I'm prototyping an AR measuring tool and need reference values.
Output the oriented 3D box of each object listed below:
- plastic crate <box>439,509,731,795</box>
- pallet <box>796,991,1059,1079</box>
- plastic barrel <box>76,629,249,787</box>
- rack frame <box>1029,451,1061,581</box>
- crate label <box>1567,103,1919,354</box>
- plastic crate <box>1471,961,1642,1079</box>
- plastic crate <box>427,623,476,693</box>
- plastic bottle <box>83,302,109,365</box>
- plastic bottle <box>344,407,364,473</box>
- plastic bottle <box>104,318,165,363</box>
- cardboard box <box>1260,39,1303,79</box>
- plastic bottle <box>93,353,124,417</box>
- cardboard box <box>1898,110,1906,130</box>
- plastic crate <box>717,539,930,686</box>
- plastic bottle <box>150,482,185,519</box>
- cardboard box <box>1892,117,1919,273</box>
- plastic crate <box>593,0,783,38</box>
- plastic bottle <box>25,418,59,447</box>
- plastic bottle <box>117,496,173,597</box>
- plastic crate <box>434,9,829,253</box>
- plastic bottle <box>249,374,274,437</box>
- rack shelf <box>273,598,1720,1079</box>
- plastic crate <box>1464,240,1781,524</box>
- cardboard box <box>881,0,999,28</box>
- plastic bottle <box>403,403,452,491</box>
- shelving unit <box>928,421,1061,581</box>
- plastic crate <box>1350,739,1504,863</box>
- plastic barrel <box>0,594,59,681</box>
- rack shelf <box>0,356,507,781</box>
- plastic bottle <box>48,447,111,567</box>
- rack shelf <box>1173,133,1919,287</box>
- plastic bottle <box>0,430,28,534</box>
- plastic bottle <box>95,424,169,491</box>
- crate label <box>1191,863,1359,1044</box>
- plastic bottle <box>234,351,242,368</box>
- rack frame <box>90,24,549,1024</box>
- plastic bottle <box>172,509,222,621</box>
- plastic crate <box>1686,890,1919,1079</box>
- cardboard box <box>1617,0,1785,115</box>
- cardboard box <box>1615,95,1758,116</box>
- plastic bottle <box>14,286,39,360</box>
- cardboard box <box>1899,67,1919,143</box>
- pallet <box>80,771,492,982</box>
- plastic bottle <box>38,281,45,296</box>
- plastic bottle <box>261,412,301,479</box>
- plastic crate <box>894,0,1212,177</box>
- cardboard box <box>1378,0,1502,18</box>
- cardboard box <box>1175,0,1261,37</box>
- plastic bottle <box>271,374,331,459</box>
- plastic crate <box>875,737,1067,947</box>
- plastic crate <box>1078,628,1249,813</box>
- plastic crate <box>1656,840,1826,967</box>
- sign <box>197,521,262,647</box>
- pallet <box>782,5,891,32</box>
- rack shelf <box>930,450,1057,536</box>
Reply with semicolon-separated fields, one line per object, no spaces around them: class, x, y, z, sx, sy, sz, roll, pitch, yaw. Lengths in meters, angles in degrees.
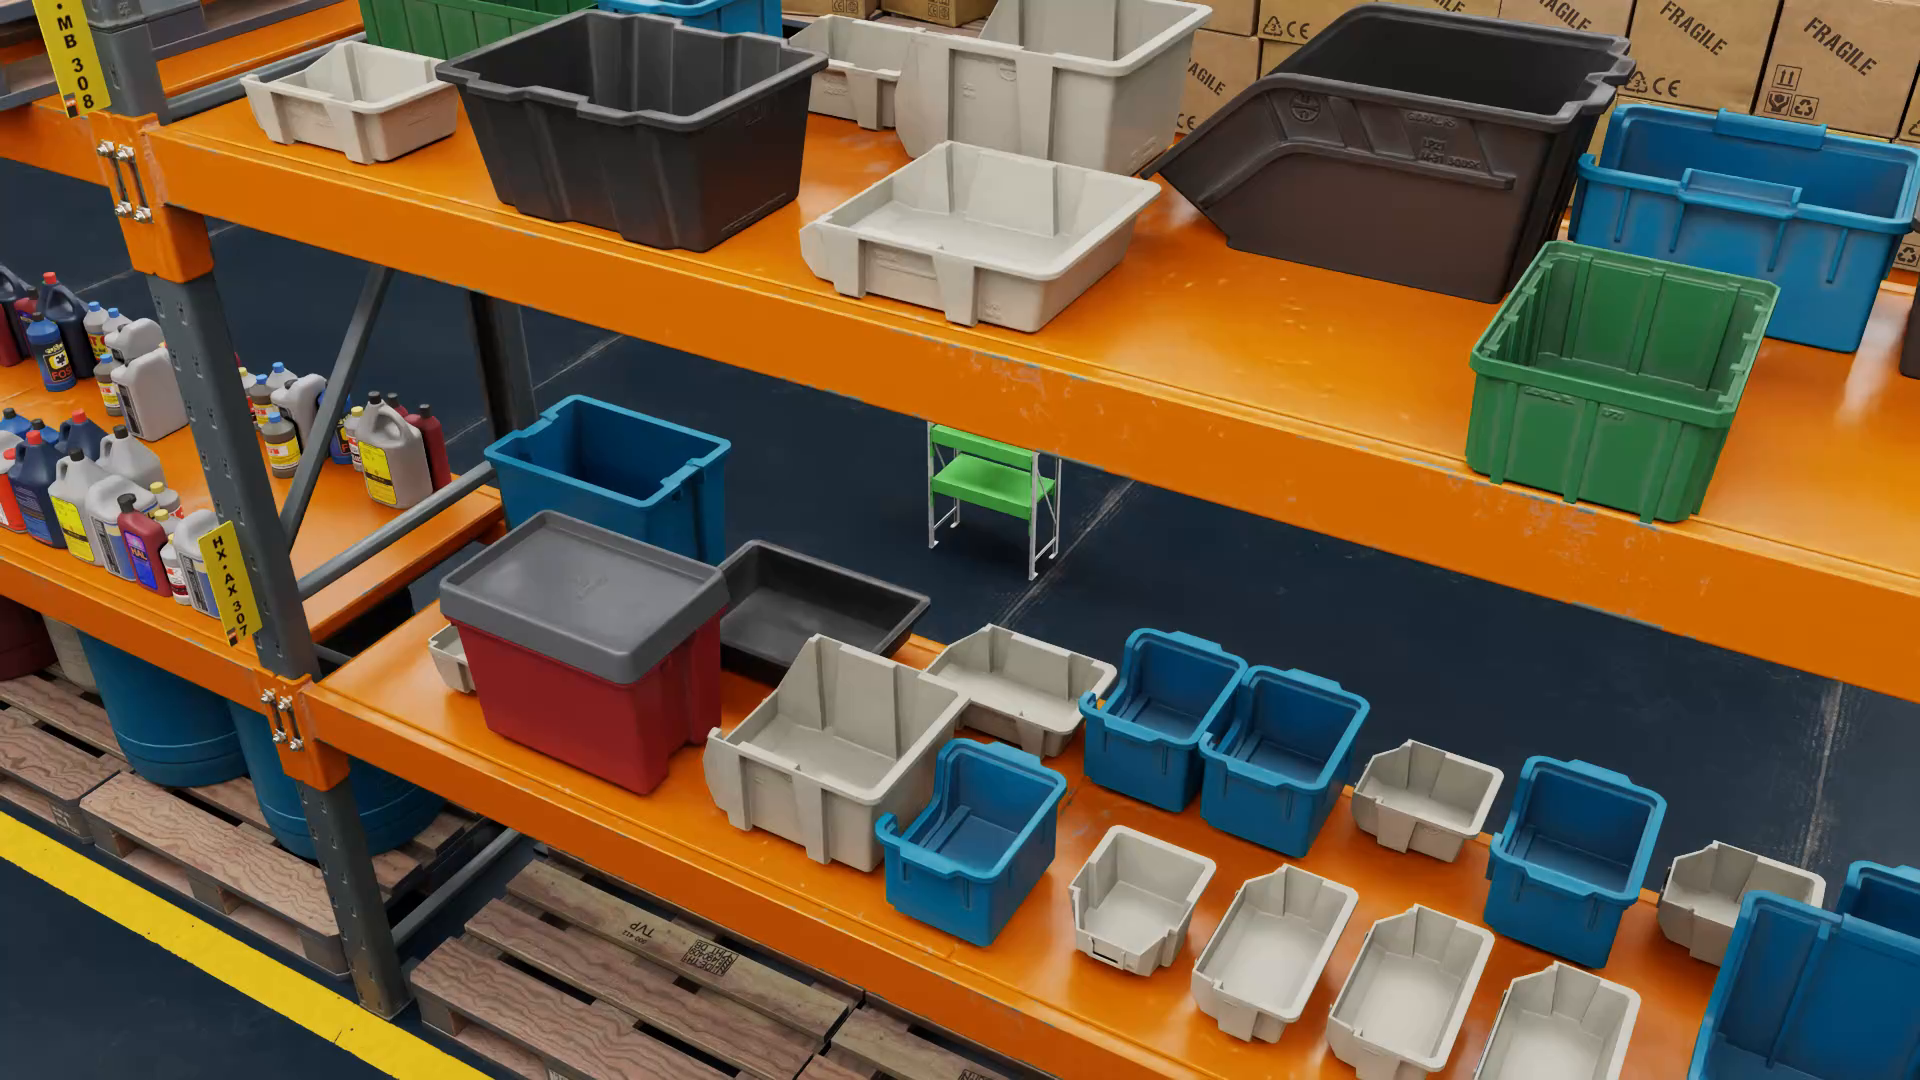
plastic crate;-0.885;0.276;4.017;0.583;0.464;0.402;18;37;24
pallet;0.185;1.641;4.595;1.213;0.211;1.003;18;37;24
plastic barrel;-2.614;0.308;5.596;0.708;0.901;0.600;18;37;24
rack frame;0.356;-0.387;6.748;0.015;1.200;0.240;18;37;24
crate label;1.297;-0.534;2.773;0.502;0.251;0.408;18;37;24
plastic crate;1.139;1.010;3.211;0.243;0.136;0.396;18;37;24
plastic crate;-1.202;0.243;4.362;0.243;0.136;0.396;18;37;24
plastic bottle;-2.925;-0.686;5.689;0.097;0.271;0.097;0;34;0
plastic bottle;-1.867;-0.321;5.205;0.097;0.201;0.097;0;34;0
plastic bottle;-2.754;-0.616;5.580;0.135;0.276;0.152;18;37;24
cardboard box;1.679;-2.052;7.535;0.500;0.500;0.500;18;38;25
plastic bottle;-2.799;-0.519;5.503;0.097;0.201;0.097;0;34;0
cardboard box;4.144;-1.611;6.873;0.500;0.500;0.500;18;38;25
plastic crate;-0.430;0.230;4.393;0.590;0.125;0.437;18;37;24
plastic bottle;-2.310;-0.074;4.834;0.097;0.201;0.097;0;34;0
cardboard box;3.874;-1.355;6.488;0.500;0.500;0.500;19;38;26
plastic crate;-0.587;-1.120;3.671;0.300;0.233;0.416;18;37;24
plastic bottle;-2.747;-0.242;5.023;0.097;0.271;0.097;0;34;0
plastic bottle;-2.262;0.016;4.625;0.133;0.283;0.061;18;37;24
plastic crate;-0.593;-0.759;3.095;0.590;0.269;0.497;18;37;24
plastic bottle;-2.238;-0.439;5.382;0.097;0.201;0.097;0;34;0
rack shelf;0.201;0.811;3.974;4.000;0.370;1.077;18;37;24
plastic crate;0.939;-0.232;2.377;0.336;0.188;0.450;18;37;24
cardboard box;-0.003;-3.034;8.630;0.500;0.500;0.700;24;41;32
plastic bottle;-1.642;-0.296;5.093;0.133;0.283;0.061;18;37;24
shelving unit;0.144;-0.454;6.849;0.503;1.200;0.258;18;37;24
plastic crate;1.060;0.606;3.818;0.298;0.136;0.250;18;37;24
plastic barrel;-3.595;0.128;6.149;0.708;0.588;0.600;18;37;24
rack shelf;-3.272;-0.289;5.626;4.000;0.370;1.077;18;37;24
plastic bottle;-2.496;-0.113;4.758;0.185;0.351;0.144;18;37;24
rack shelf;2.662;-1.571;7.552;4.000;0.370;1.077;18;37;24
plastic bottle;-2.793;-0.179;4.924;0.135;0.276;0.152;18;37;24
plastic bottle;-2.424;-0.182;4.862;0.185;0.351;0.144;18;37;24
crate label;0.641;0.858;3.439;0.243;0.136;0.396;18;37;24
plastic bottle;-2.413;-0.540;5.460;0.133;0.283;0.061;18;37;24
rack frame;-1.536;-0.038;4.601;0.127;3.000;1.000;18;37;24
plastic bottle;-2.038;0.061;4.565;0.135;0.276;0.152;18;37;24
plastic crate;1.554;1.020;2.926;0.499;0.435;0.616;18;37;24
cardboard box;2.984;-2.047;6.626;0.500;0.500;0.500;19;38;26
cardboard box;2.992;-1.635;6.909;0.500;0.500;0.500;18;38;25
plastic bottle;-3.207;-0.753;5.779;0.133;0.283;0.061;18;37;24
cardboard box;3.875;-1.769;6.207;0.500;0.500;0.500;17;37;24
pallet;-2.185;0.890;5.723;1.213;0.211;1.003;18;37;24
plastic bottle;-3.177;-0.782;5.823;0.133;0.283;0.061;18;37;24
plastic bottle;-2.112;-0.302;5.176;0.097;0.201;0.097;0;34;0
plastic crate;0.166;-0.895;3.289;0.530;0.282;0.437;18;37;24
cardboard box;2.089;-2.330;7.051;0.500;0.500;0.500;16;37;23
cardboard box;1.195;-2.614;7.476;0.500;0.500;0.500;19;38;26
plastic bottle;-2.066;-0.398;5.253;0.135;0.276;0.152;18;37;24
plastic crate;0.027;0.665;3.642;0.300;0.233;0.416;18;37;24
plastic crate;0.483;0.436;3.986;0.300;0.233;0.416;18;37;24
plastic crate;1.649;0.792;3.538;0.298;0.136;0.250;18;37;24
sign;-1.810;0.111;4.128;0.005;0.325;0.100;18;37;24
pallet;-0.857;-2.908;9.084;1.213;0.211;1.003;18;37;24
rack shelf;0.144;-0.201;7.018;0.480;0.148;0.258;18;37;24
